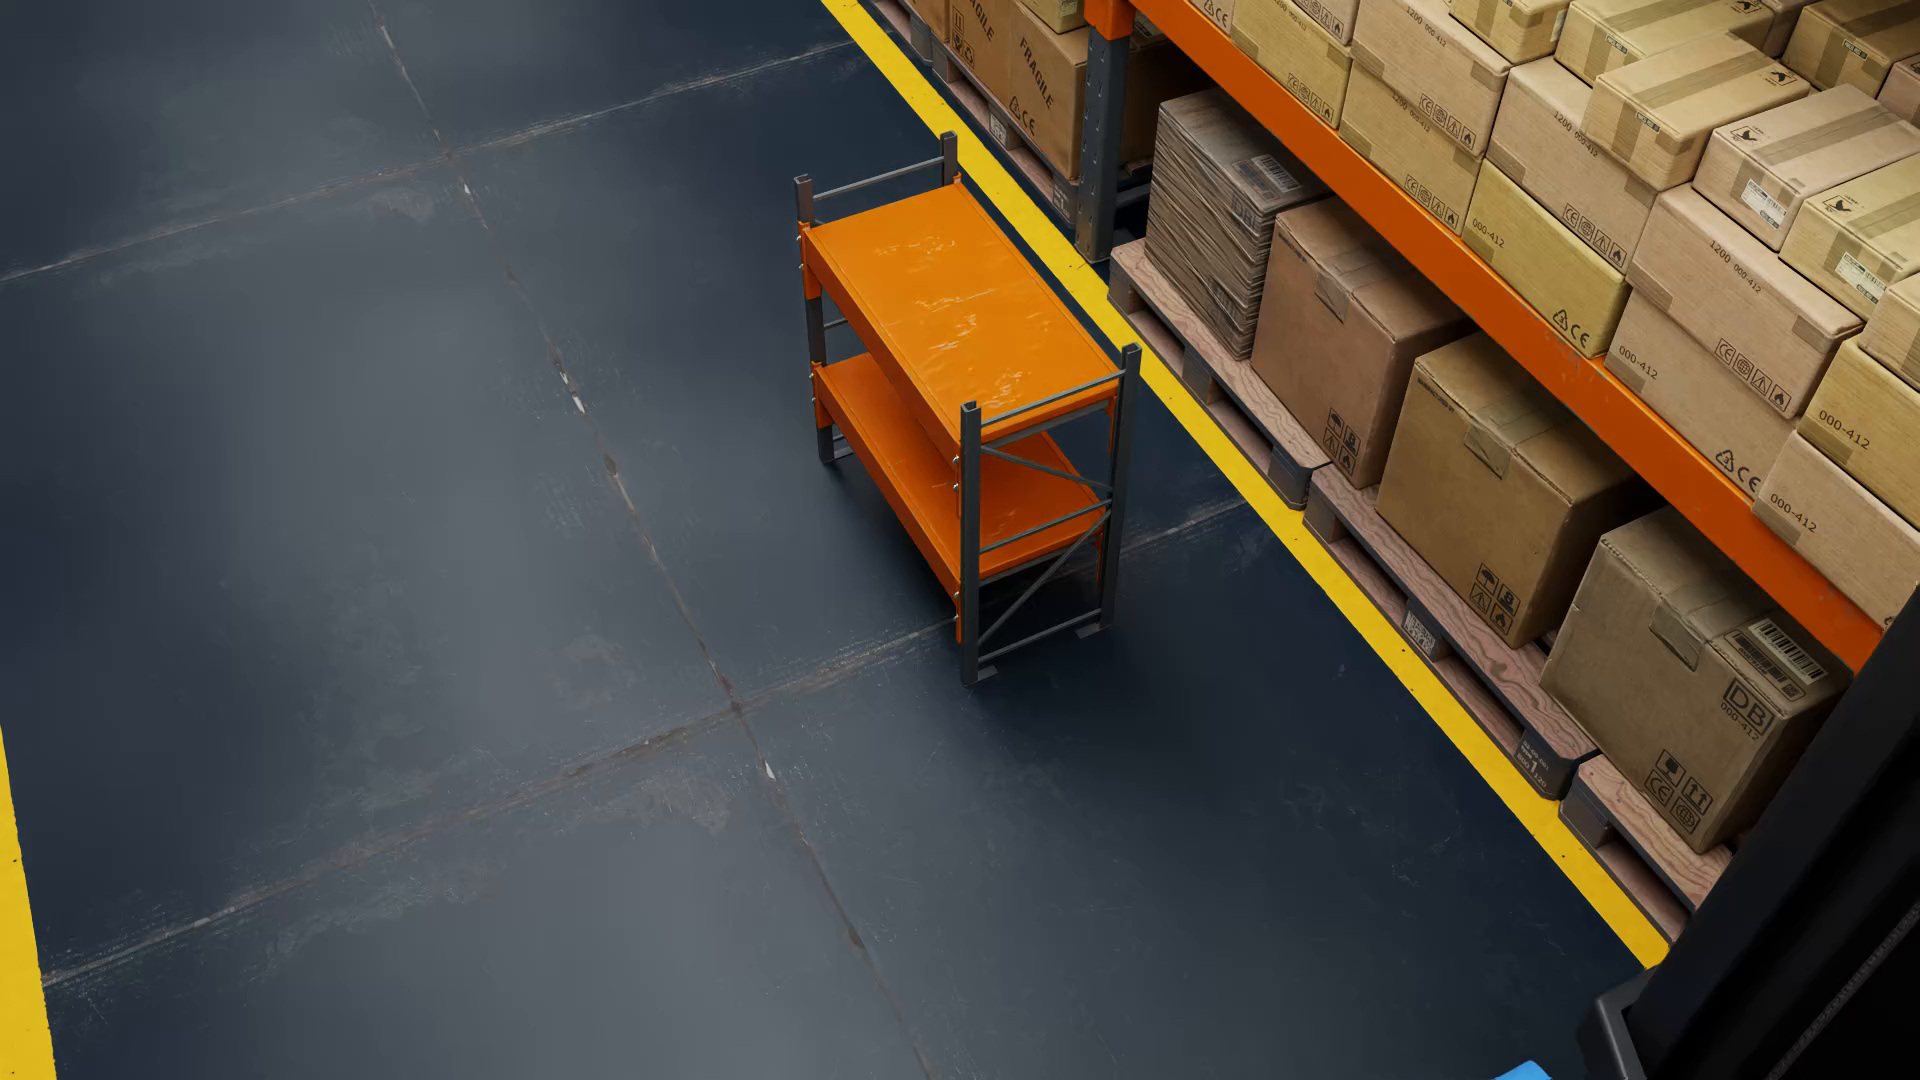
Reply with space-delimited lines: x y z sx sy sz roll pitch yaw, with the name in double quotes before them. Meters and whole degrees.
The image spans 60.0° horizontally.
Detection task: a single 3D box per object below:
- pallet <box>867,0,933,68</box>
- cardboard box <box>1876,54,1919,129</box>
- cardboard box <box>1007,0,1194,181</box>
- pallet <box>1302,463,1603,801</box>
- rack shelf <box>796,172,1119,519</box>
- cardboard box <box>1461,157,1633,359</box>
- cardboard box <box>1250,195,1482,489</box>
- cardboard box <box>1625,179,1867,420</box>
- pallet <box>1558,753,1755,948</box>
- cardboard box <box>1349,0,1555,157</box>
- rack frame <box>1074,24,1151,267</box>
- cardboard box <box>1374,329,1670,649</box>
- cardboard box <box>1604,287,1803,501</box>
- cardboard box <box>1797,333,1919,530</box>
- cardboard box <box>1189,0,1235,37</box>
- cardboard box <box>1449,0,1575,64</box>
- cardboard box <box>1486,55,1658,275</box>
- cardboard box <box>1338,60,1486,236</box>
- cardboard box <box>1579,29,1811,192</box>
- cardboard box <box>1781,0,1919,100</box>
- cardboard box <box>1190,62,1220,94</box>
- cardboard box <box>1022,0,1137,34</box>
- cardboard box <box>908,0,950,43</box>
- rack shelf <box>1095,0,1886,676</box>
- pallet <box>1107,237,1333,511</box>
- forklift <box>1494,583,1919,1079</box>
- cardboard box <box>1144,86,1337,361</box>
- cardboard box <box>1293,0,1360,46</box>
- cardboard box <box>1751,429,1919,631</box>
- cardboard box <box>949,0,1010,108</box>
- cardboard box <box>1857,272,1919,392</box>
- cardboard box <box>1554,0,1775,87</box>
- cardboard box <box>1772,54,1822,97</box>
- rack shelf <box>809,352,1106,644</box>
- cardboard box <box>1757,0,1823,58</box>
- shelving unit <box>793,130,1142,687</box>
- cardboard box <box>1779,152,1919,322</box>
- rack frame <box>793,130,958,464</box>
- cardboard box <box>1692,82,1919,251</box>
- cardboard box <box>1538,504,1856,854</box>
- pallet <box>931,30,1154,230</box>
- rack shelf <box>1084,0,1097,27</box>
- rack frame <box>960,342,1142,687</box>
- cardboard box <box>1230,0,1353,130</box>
"pallet" 0.036 -2.618 7.400 1.003 0.211 1.213 -21 52 -18
"cardboard box" 2.222 -0.958 3.598 0.380 0.149 0.250 -22 52 -18
"cardboard box" 0.513 -1.732 6.154 0.500 0.500 0.500 -20 52 -16
"pallet" 1.794 0.090 5.031 1.003 0.211 1.213 -21 52 -18
"rack shelf" -0.003 -0.568 4.610 0.538 0.278 1.000 -21 52 -18
"cardboard box" 1.587 -0.749 4.012 0.500 0.250 0.500 -20 52 -16
"cardboard box" 1.477 -0.708 5.175 0.875 0.625 0.625 -20 52 -16
"cardboard box" 1.806 -0.573 3.526 0.500 0.250 0.500 -20 52 -17
"pallet" 2.357 0.907 4.316 1.003 0.211 1.213 -21 52 -18
"cardboard box" 1.335 -1.250 4.118 0.500 0.250 0.500 -22 53 -18
"rack frame" 0.898 -2.208 5.188 1.000 3.000 0.127 -21 52 -18
"cardboard box" 1.785 -0.257 4.781 0.875 0.625 0.625 -23 53 -19
"cardboard box" 1.830 -0.406 3.712 0.500 0.250 0.500 -21 52 -17
"cardboard box" 2.035 -0.229 3.225 0.500 0.250 0.500 -22 53 -18
"cardboard box" 0.884 -1.778 4.912 0.500 0.250 0.500 -21 52 -17
"cardboard box" 1.382 -1.280 3.879 0.380 0.149 0.250 -20 52 -17
"cardboard box" 1.592 -0.917 3.827 0.500 0.250 0.500 -20 52 -17
"cardboard box" 1.351 -1.097 4.316 0.500 0.250 0.500 -23 53 -19
"cardboard box" 1.573 -0.925 3.569 0.380 0.149 0.250 -22 53 -18
"cardboard box" 2.102 -1.123 3.742 0.380 0.149 0.250 -21 52 -17
"cardboard box" 0.954 -1.902 6.302 0.500 0.500 0.500 -19 52 -16
"cardboard box" 0.447 -1.980 5.940 0.380 0.149 0.250 -24 53 -19
"cardboard box" 0.052 -2.420 6.756 0.500 0.500 0.500 -19 52 -16
"rack shelf" 1.813 -0.633 4.289 1.077 0.370 4.000 -21 52 -18
"pallet" 1.240 -0.726 5.744 1.003 0.211 1.213 -21 52 -18
"forklift" 1.902 0.771 2.629 3.031 2.935 1.130 -21 52 -17
"cardboard box" 1.171 -1.142 5.555 0.875 0.625 0.625 -20 52 -16
"cardboard box" 1.112 -1.607 4.430 0.500 0.250 0.500 -20 52 -16
"cardboard box" 2.030 -0.063 3.412 0.500 0.250 0.500 -21 52 -18
"cardboard box" 0.294 -2.071 6.450 0.500 0.500 0.500 -22 52 -18
"cardboard box" 1.937 -0.408 3.117 0.380 0.149 0.250 -23 53 -19
"cardboard box" 1.587 -1.139 3.756 0.380 0.149 0.250 -21 52 -18
"cardboard box" 2.036 -1.101 3.988 0.500 0.250 0.500 -22 52 -18
"rack shelf" -0.003 -0.214 5.015 0.538 0.278 1.000 -21 52 -18
"cardboard box" 1.946 -1.286 3.884 0.380 0.149 0.250 -20 52 -17
"shelving unit" -0.003 -0.375 4.831 0.538 1.125 1.048 -21 52 -18
"cardboard box" 1.873 -0.605 3.289 0.380 0.149 0.250 -22 52 -18
"rack frame" -0.236 -0.715 5.128 0.500 1.125 0.032 -21 52 -18
"cardboard box" 1.764 -0.775 3.437 0.380 0.149 0.250 -21 52 -17
"cardboard box" 2.131 0.245 4.341 0.875 0.625 0.625 -22 52 -18
"pallet" 0.590 -1.803 6.687 1.003 0.211 1.213 -21 52 -18
"rack shelf" -0.017 -3.310 6.630 1.077 0.370 4.000 -21 52 -18
"rack frame" 0.230 -0.035 4.533 0.500 1.125 0.032 -21 52 -18
"cardboard box" 1.109 -1.439 4.616 0.500 0.250 0.500 -22 52 -18
